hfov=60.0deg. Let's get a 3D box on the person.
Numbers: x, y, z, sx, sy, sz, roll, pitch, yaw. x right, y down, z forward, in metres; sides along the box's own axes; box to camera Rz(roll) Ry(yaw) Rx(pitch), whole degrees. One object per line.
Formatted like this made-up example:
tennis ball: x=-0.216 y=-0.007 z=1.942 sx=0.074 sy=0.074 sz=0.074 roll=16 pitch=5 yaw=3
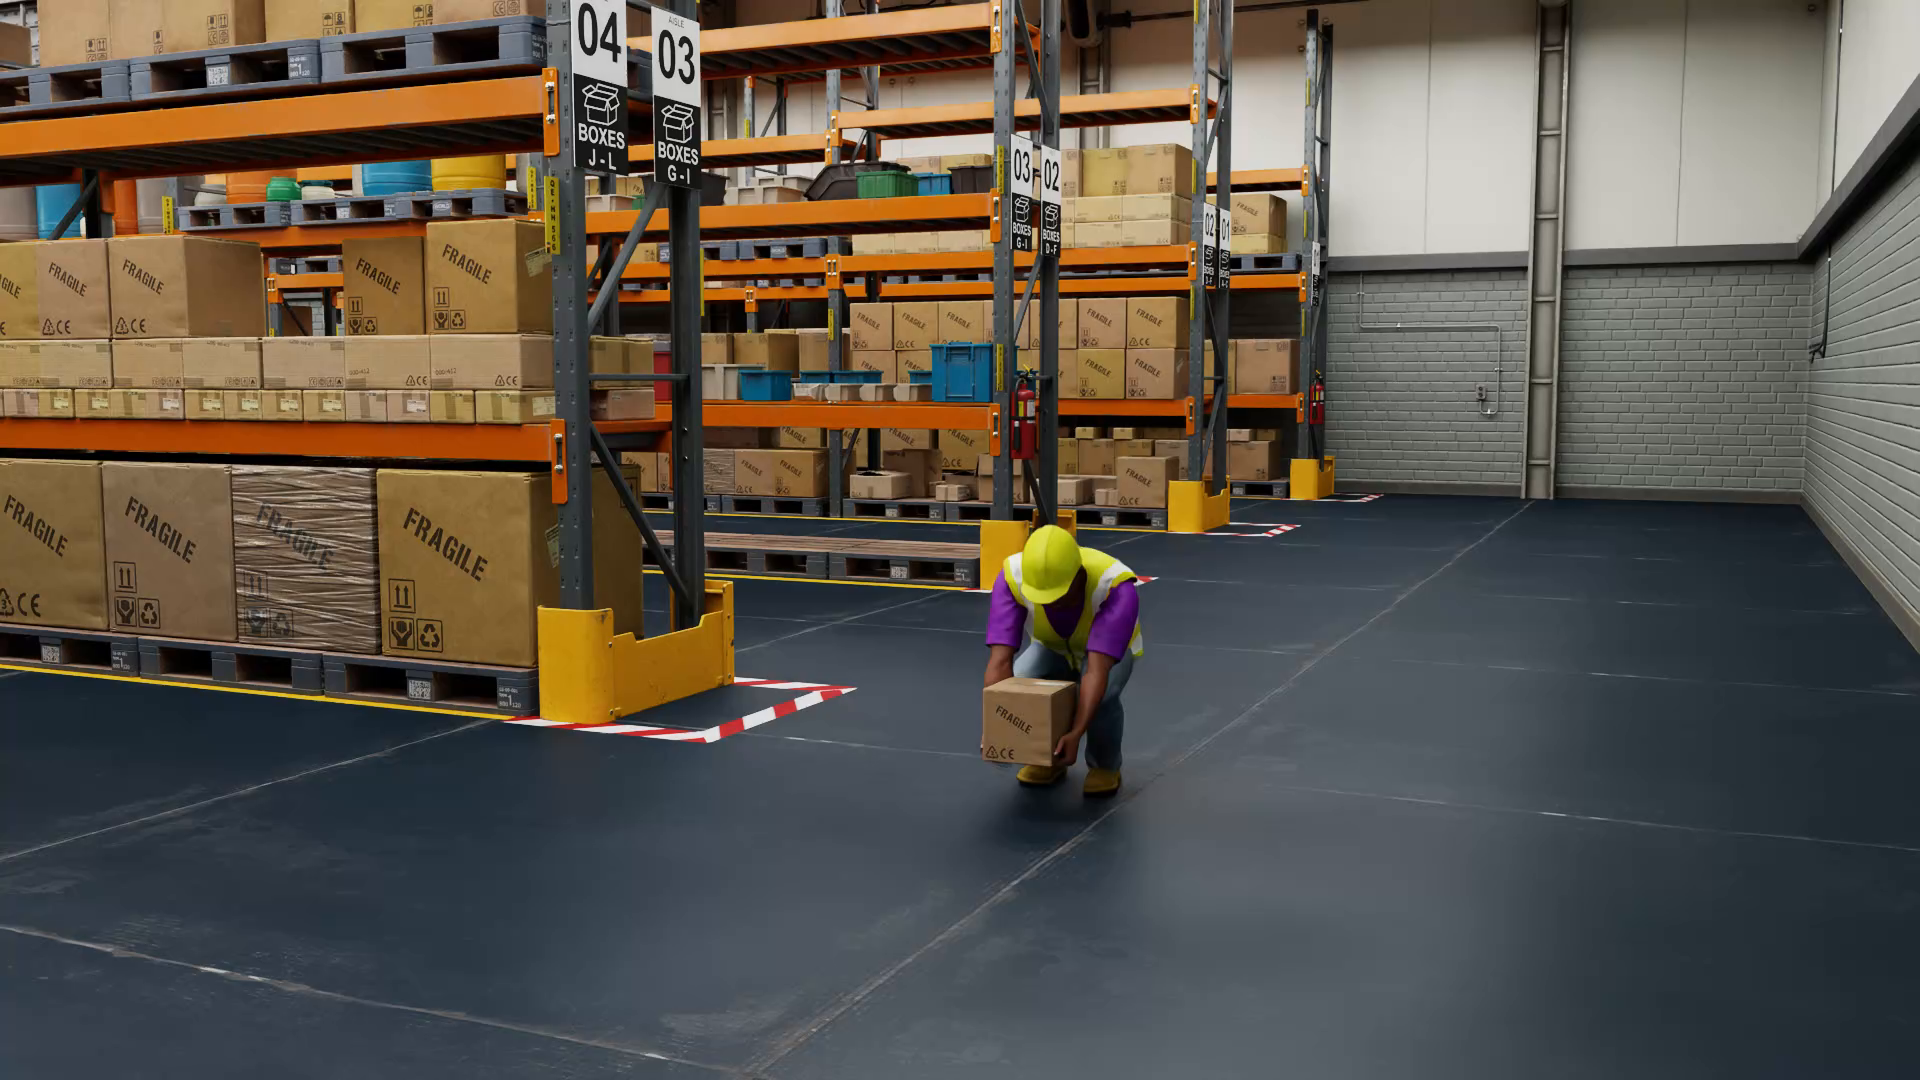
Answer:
person: x=0.405 y=0.423 z=6.023 sx=0.538 sy=1.009 sz=0.910 roll=2 pitch=6 yaw=22
